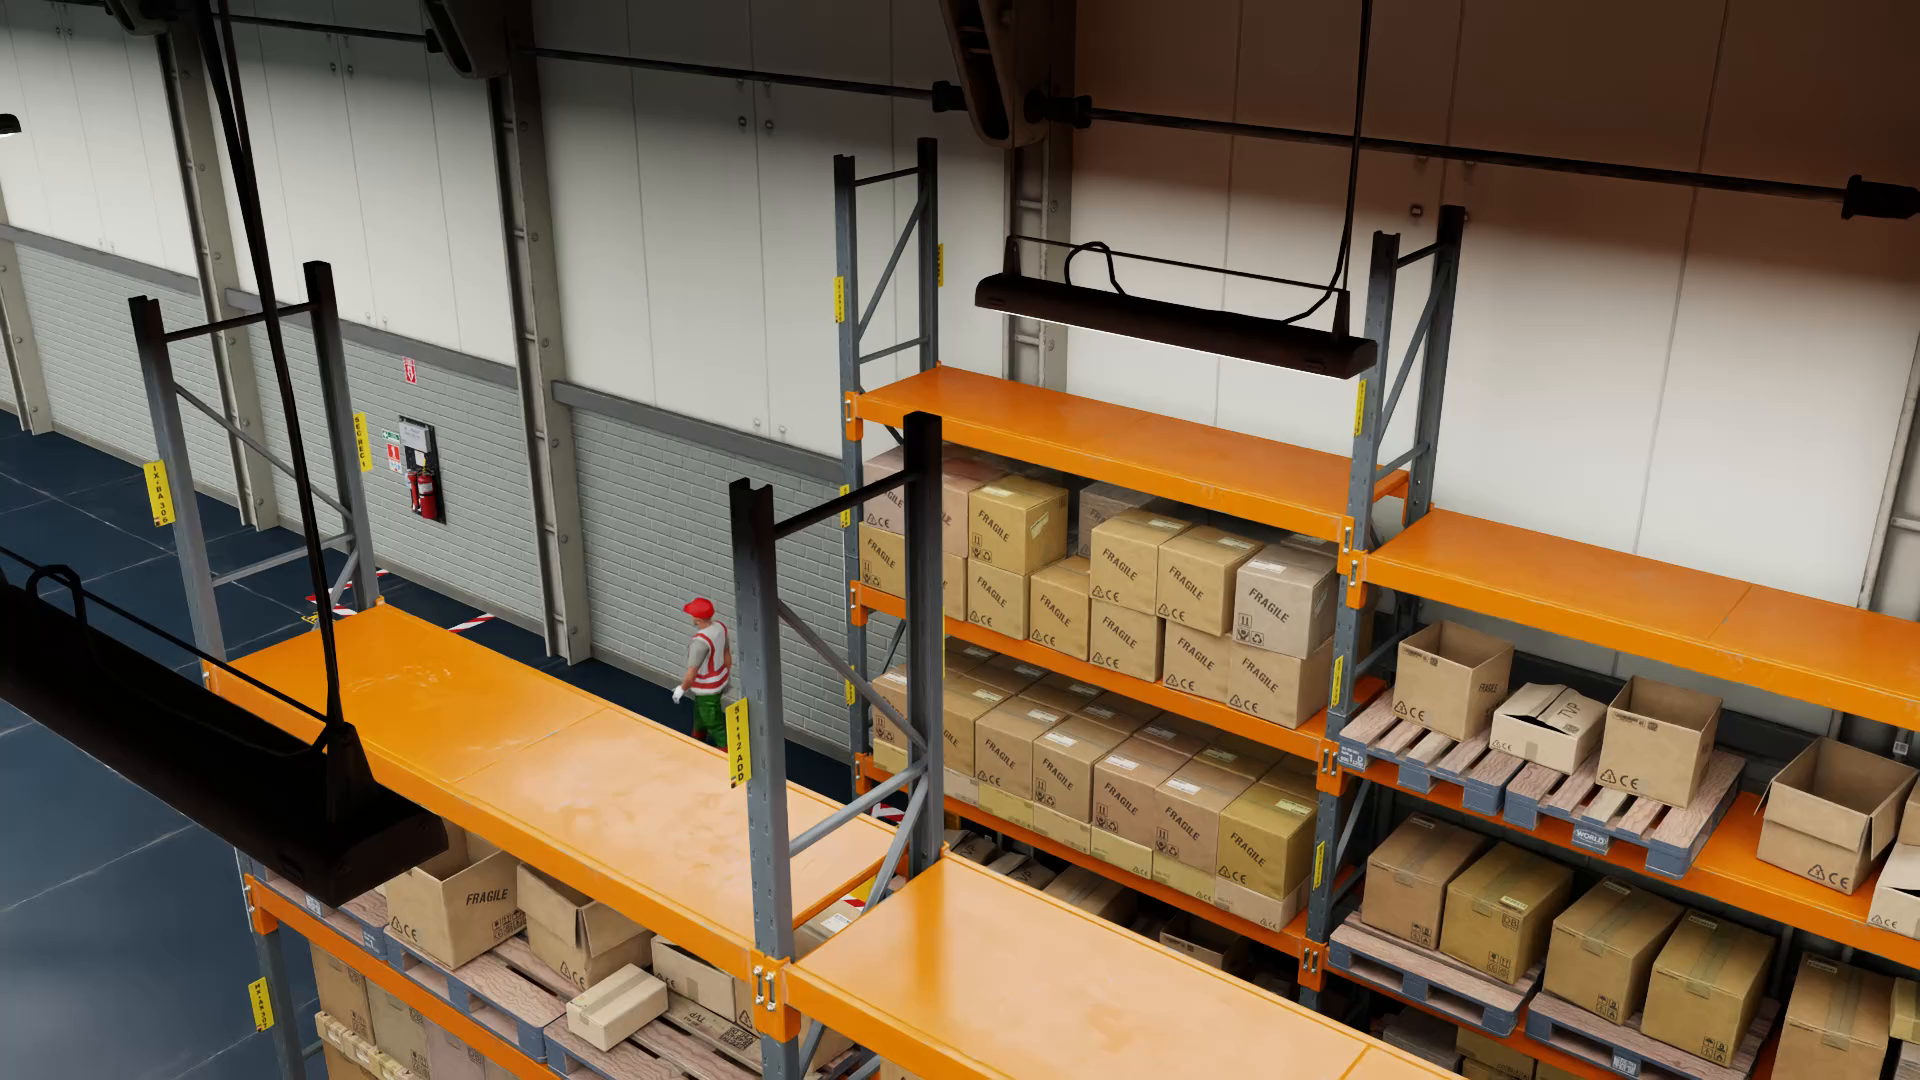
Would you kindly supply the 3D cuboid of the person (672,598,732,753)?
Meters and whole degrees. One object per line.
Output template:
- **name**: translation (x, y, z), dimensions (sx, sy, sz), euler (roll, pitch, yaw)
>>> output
- **person**: translation (-2.382, 1.325, 15.154), dimensions (0.801, 1.777, 0.547), euler (5, 23, 13)
